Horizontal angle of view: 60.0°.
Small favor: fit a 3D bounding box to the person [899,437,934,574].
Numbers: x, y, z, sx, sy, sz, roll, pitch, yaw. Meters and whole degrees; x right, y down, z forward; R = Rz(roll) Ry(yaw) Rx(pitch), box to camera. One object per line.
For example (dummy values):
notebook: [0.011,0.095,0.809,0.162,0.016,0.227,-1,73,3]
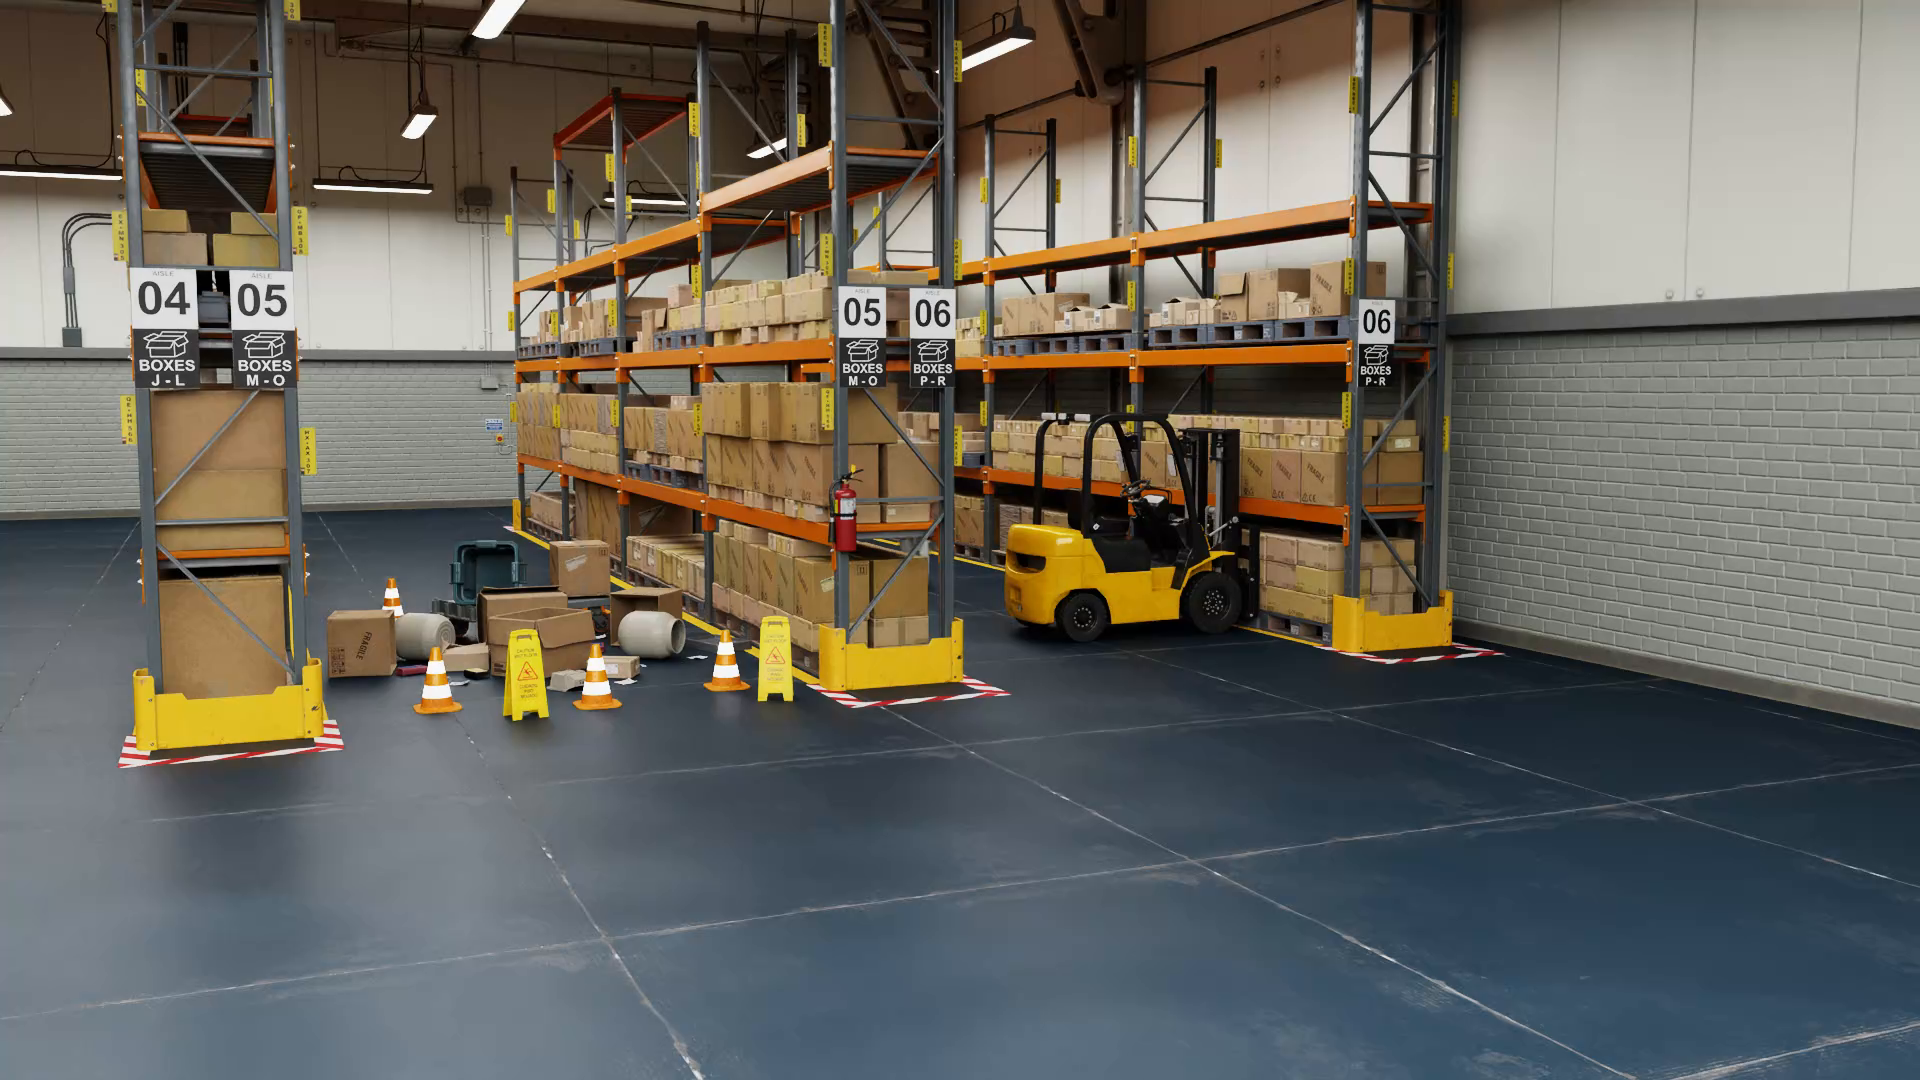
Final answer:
person: [-0.580,-0.394,20.583,0.537,1.757,0.558,-1,5,-9]
